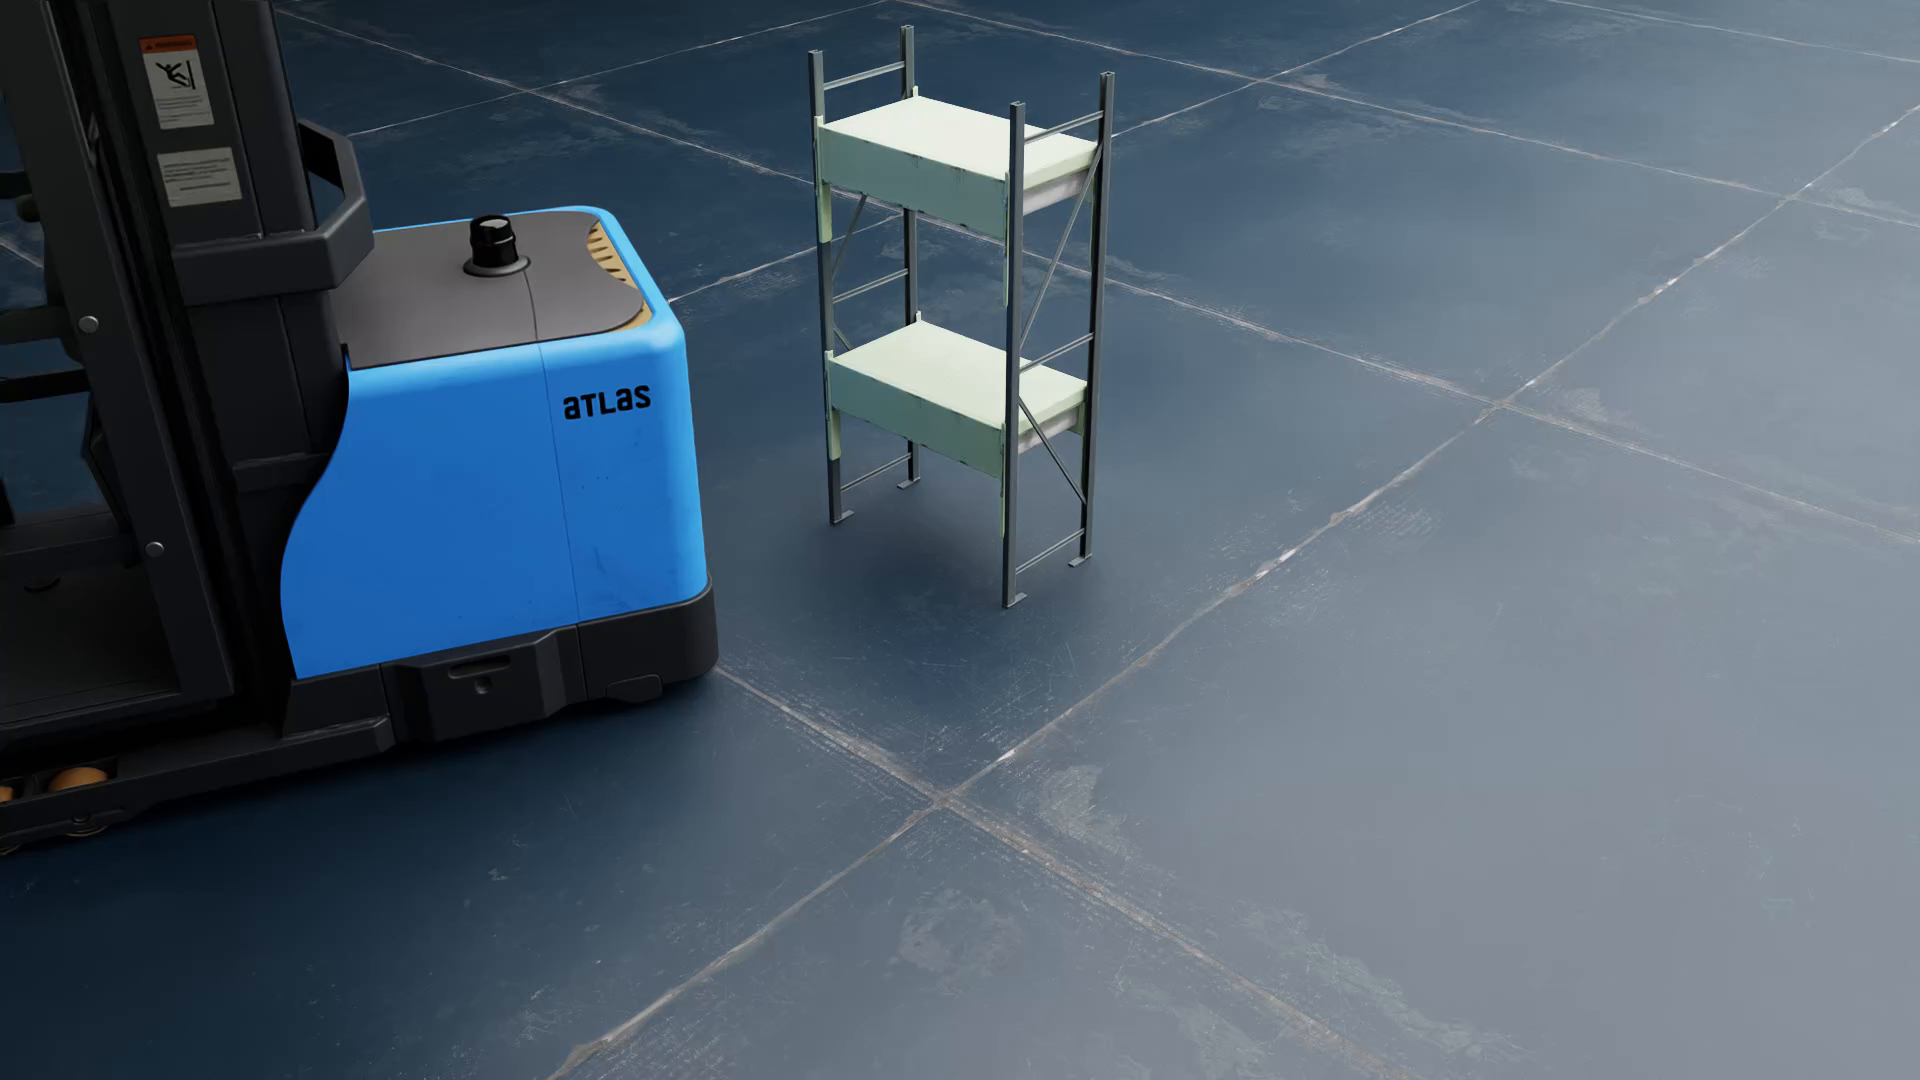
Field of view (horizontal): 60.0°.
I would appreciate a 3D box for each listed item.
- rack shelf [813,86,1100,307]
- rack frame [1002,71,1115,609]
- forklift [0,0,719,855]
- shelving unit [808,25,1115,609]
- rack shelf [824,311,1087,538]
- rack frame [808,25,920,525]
[{"bbox_3d":[-0.005,-0.979,4.666,0.720,0.370,0.431,25,39,35],"label":"rack shelf"},{"bbox_3d":[0.266,-0.518,4.657,0.023,1.500,0.400,25,39,35],"label":"rack frame"},{"bbox_3d":[-2.233,-0.807,3.748,3.031,2.935,1.130,-11,33,-18],"label":"forklift"},{"bbox_3d":[-0.005,-0.645,4.867,0.755,1.500,0.431,25,39,35],"label":"shelving unit"},{"bbox_3d":[-0.005,-0.366,5.035,0.720,0.370,0.431,25,39,35],"label":"rack shelf"},{"bbox_3d":[-0.276,-0.772,5.077,0.023,1.500,0.400,25,39,35],"label":"rack frame"}]
